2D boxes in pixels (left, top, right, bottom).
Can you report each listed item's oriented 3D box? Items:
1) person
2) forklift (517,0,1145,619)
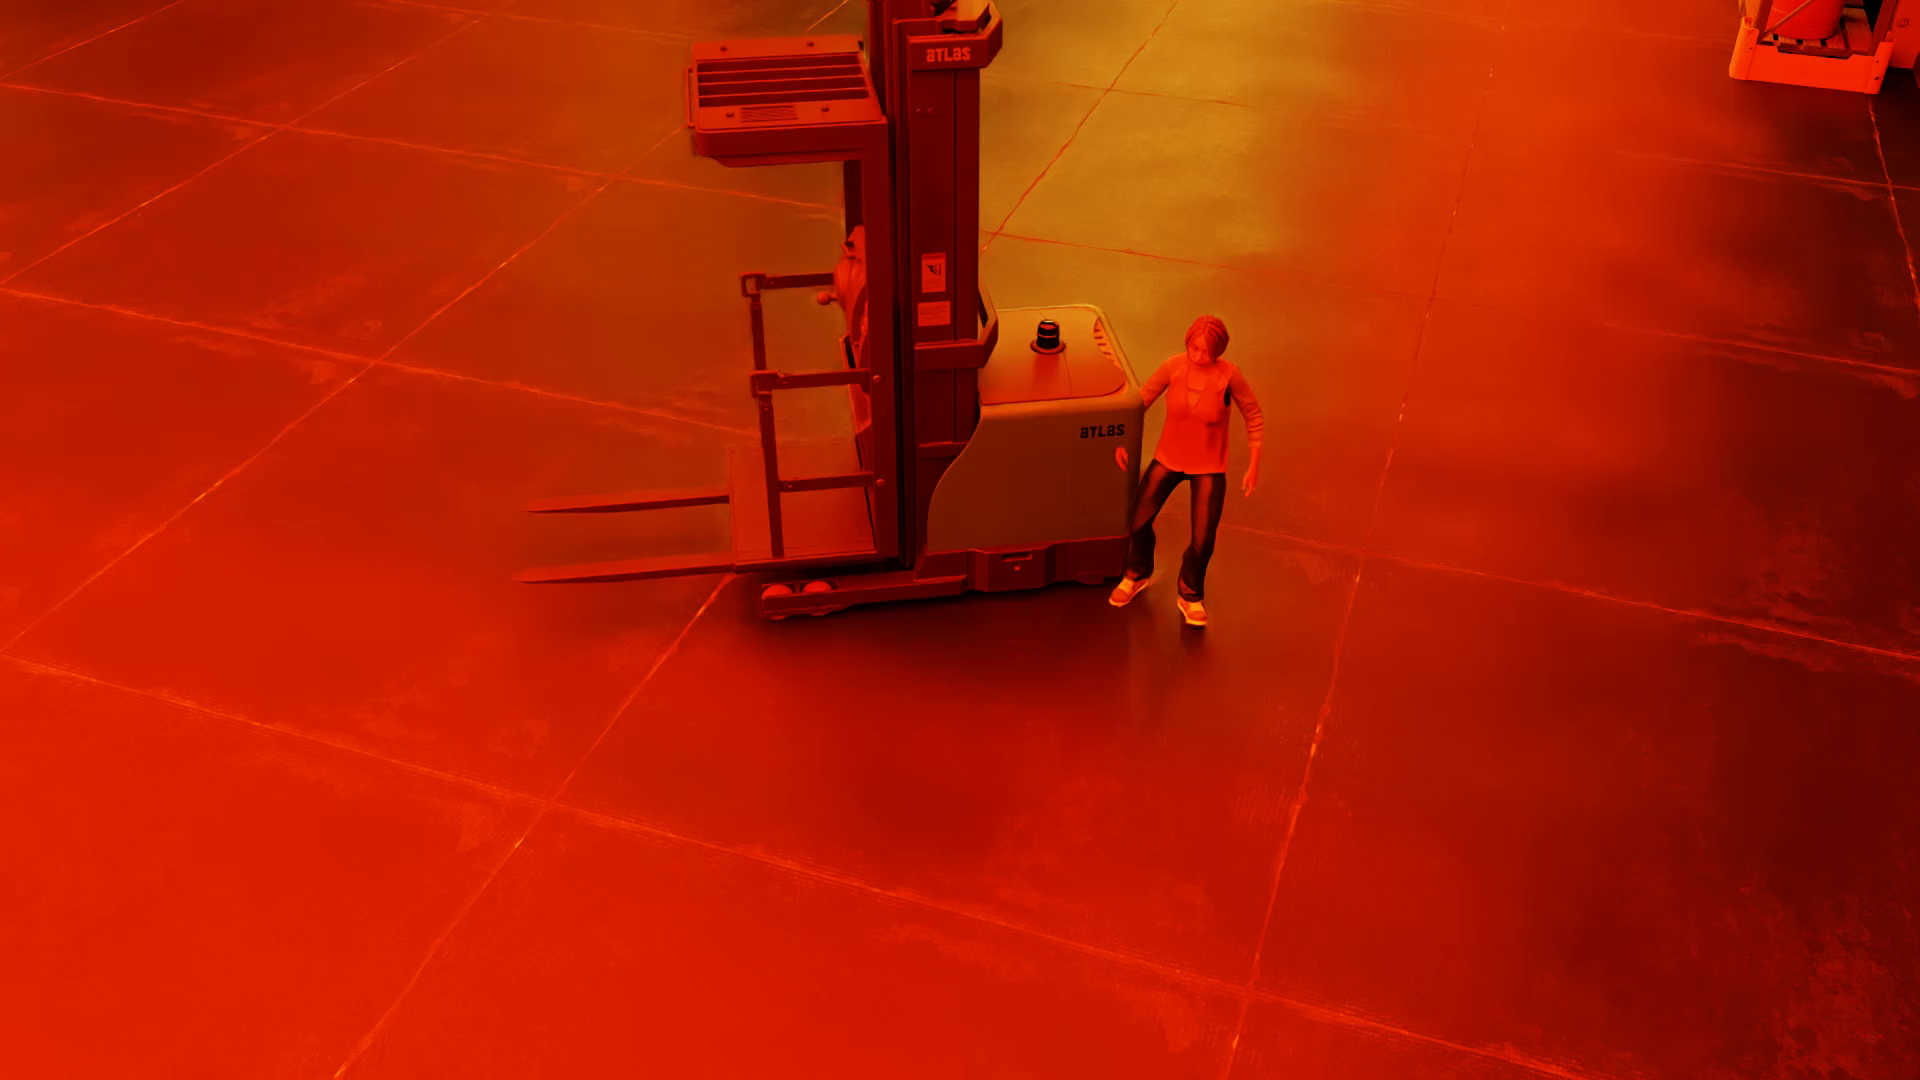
[{"bbox_3d":[1.044,-0.325,7.796,0.693,1.545,0.454,14,38,19],"label":"person"},{"bbox_3d":[-0.678,-1.137,7.715,3.031,2.935,1.130,-5,36,-7],"label":"forklift"}]
